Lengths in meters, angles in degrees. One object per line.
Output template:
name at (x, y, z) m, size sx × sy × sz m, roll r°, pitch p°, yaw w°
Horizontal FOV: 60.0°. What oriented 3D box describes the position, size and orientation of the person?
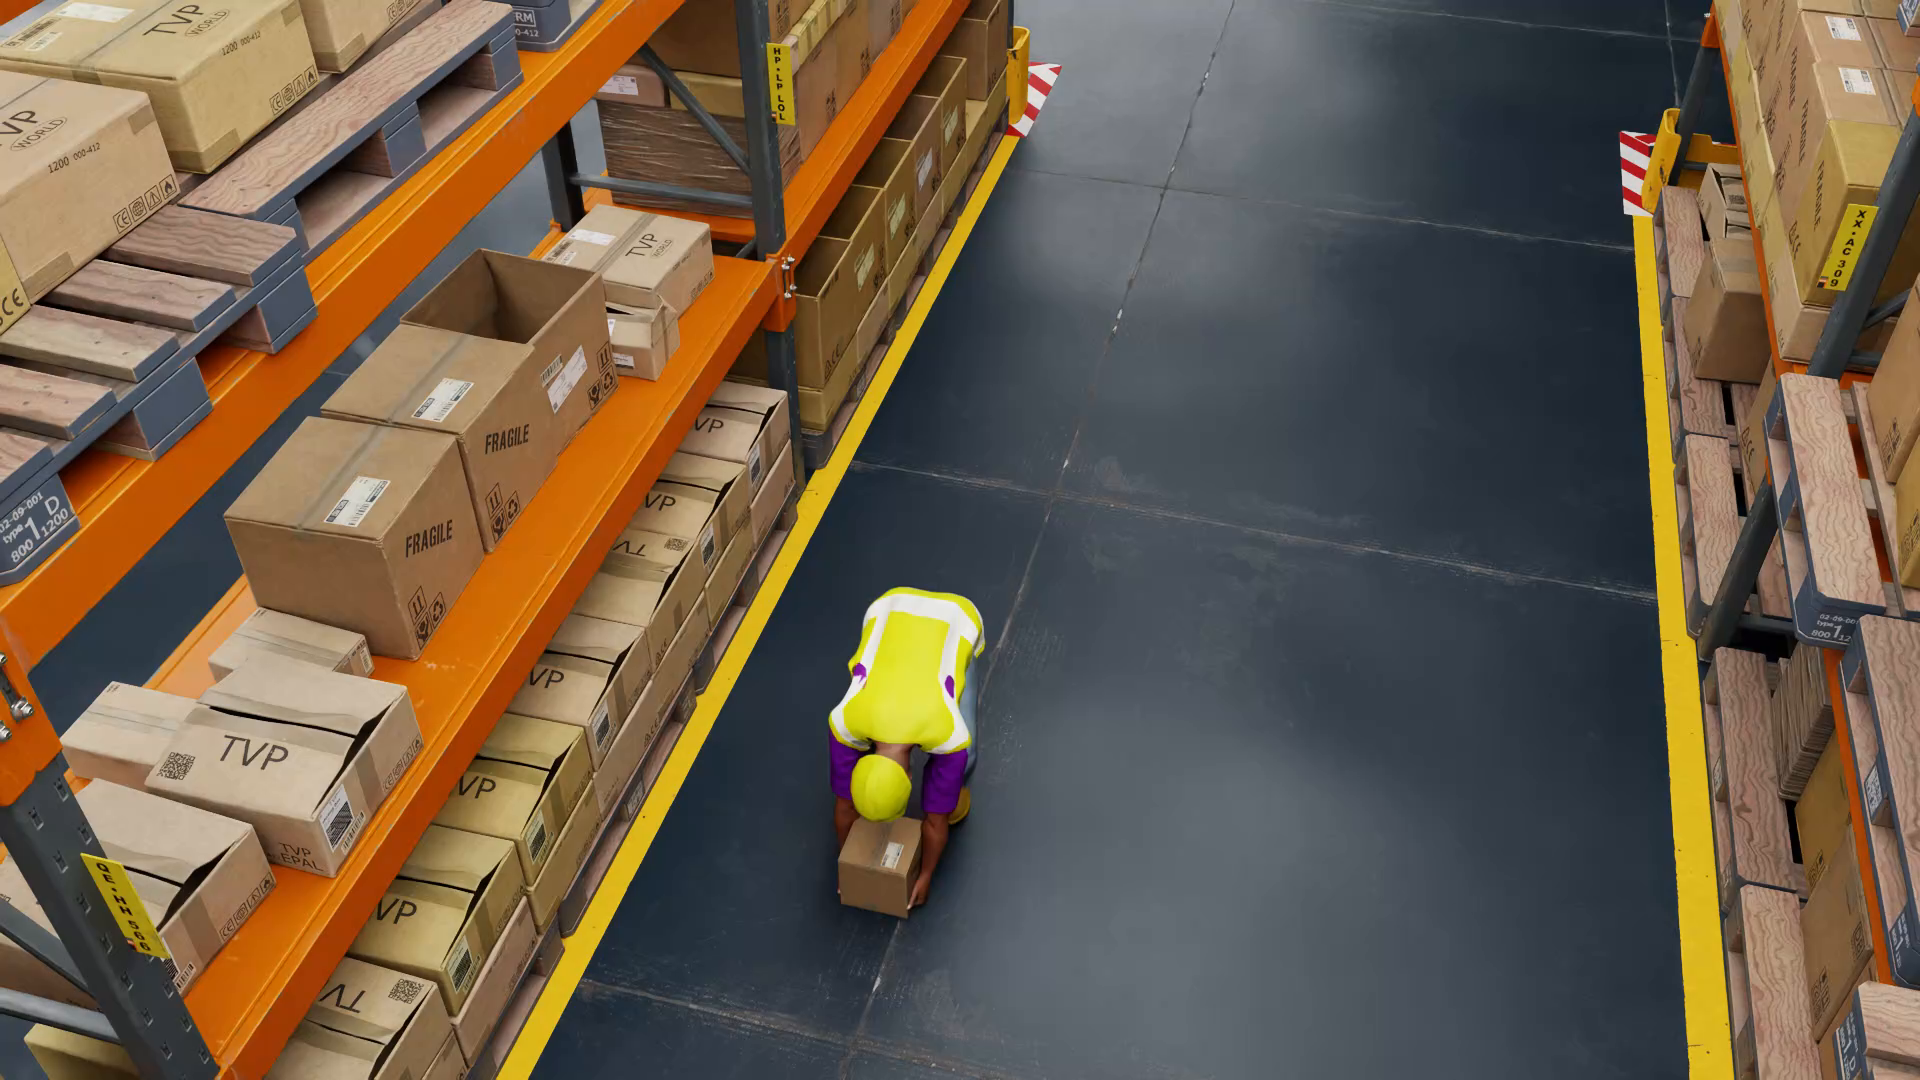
person at (-0.182, 0.734, 5.959) m, size 0.503 × 0.907 × 0.977 m, roll 9°, pitch 42°, yaw 10°
